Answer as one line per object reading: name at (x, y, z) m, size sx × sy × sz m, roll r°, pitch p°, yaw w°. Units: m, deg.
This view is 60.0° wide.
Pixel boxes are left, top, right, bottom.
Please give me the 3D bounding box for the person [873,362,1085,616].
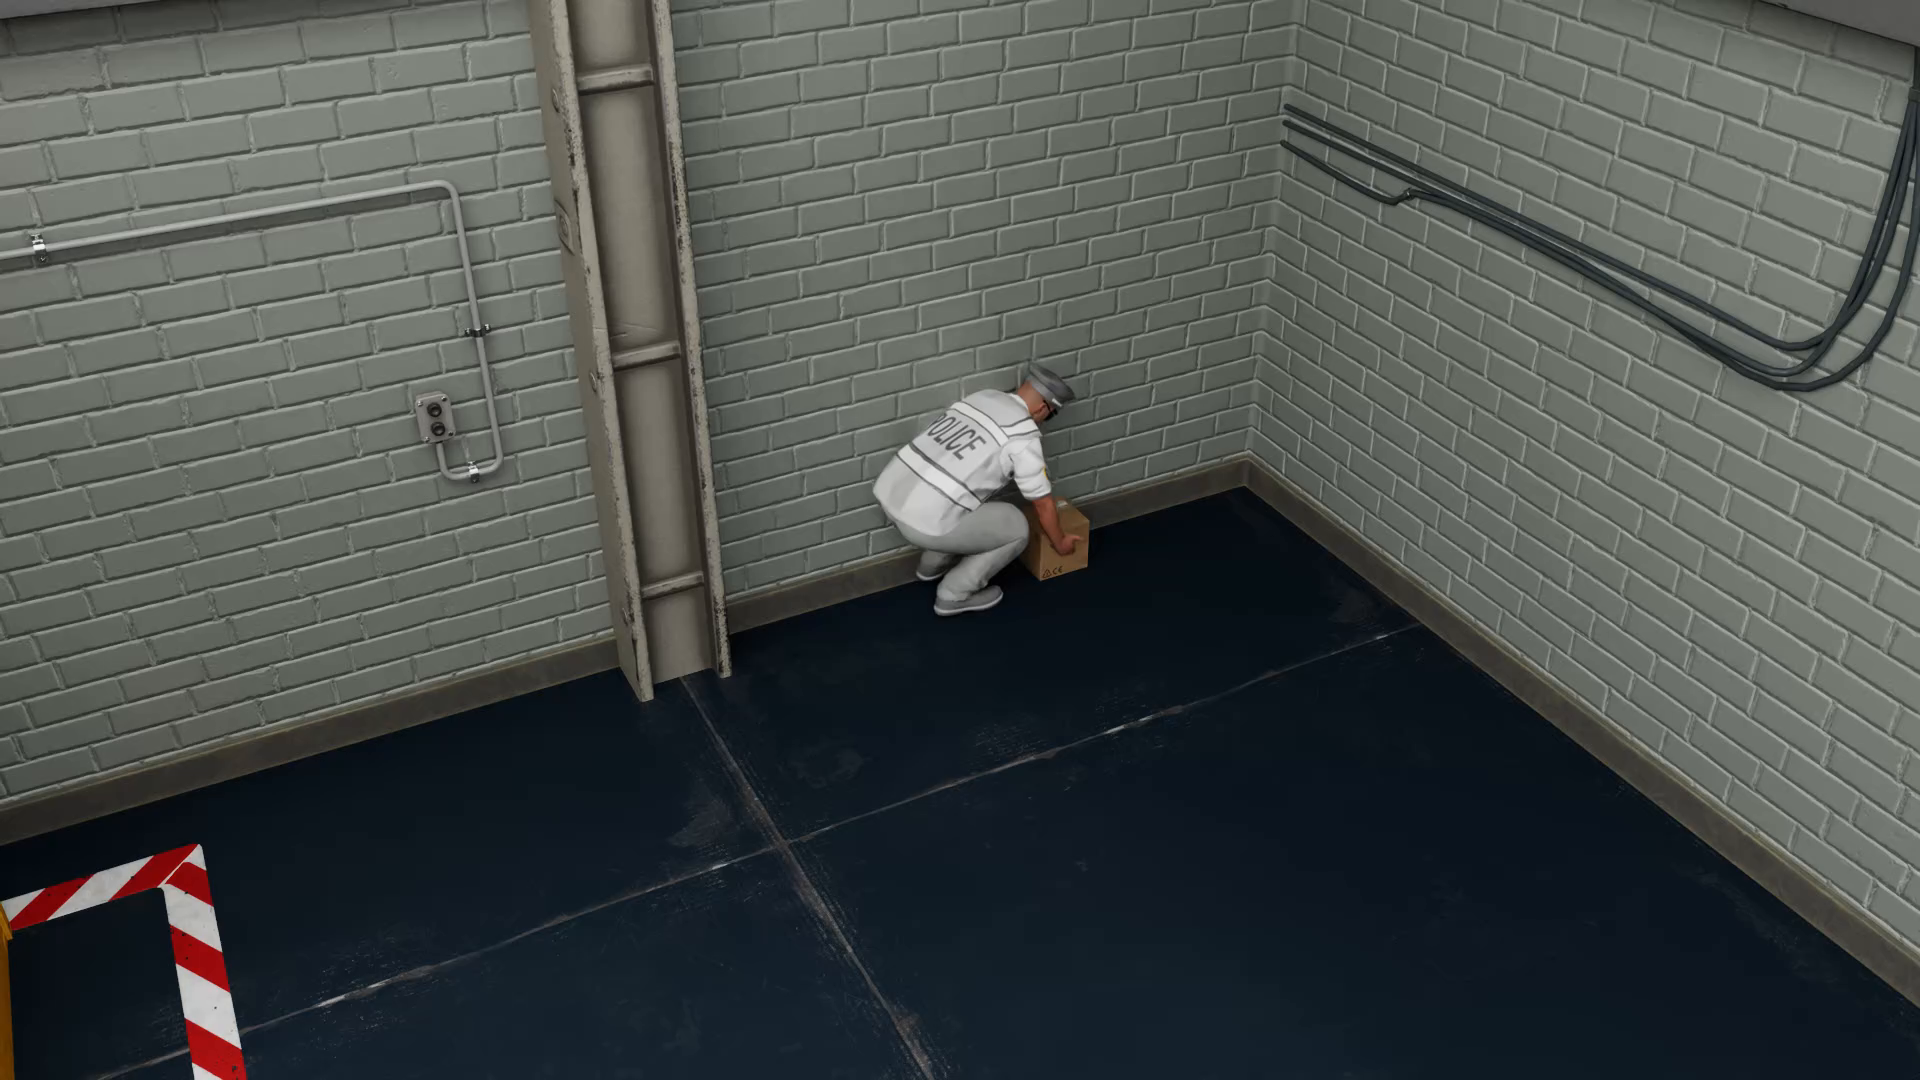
person at (0.085, -0.232, 7.218) m, size 0.950 × 0.973 × 0.565 m, roll -16°, pitch 36°, yaw -23°
